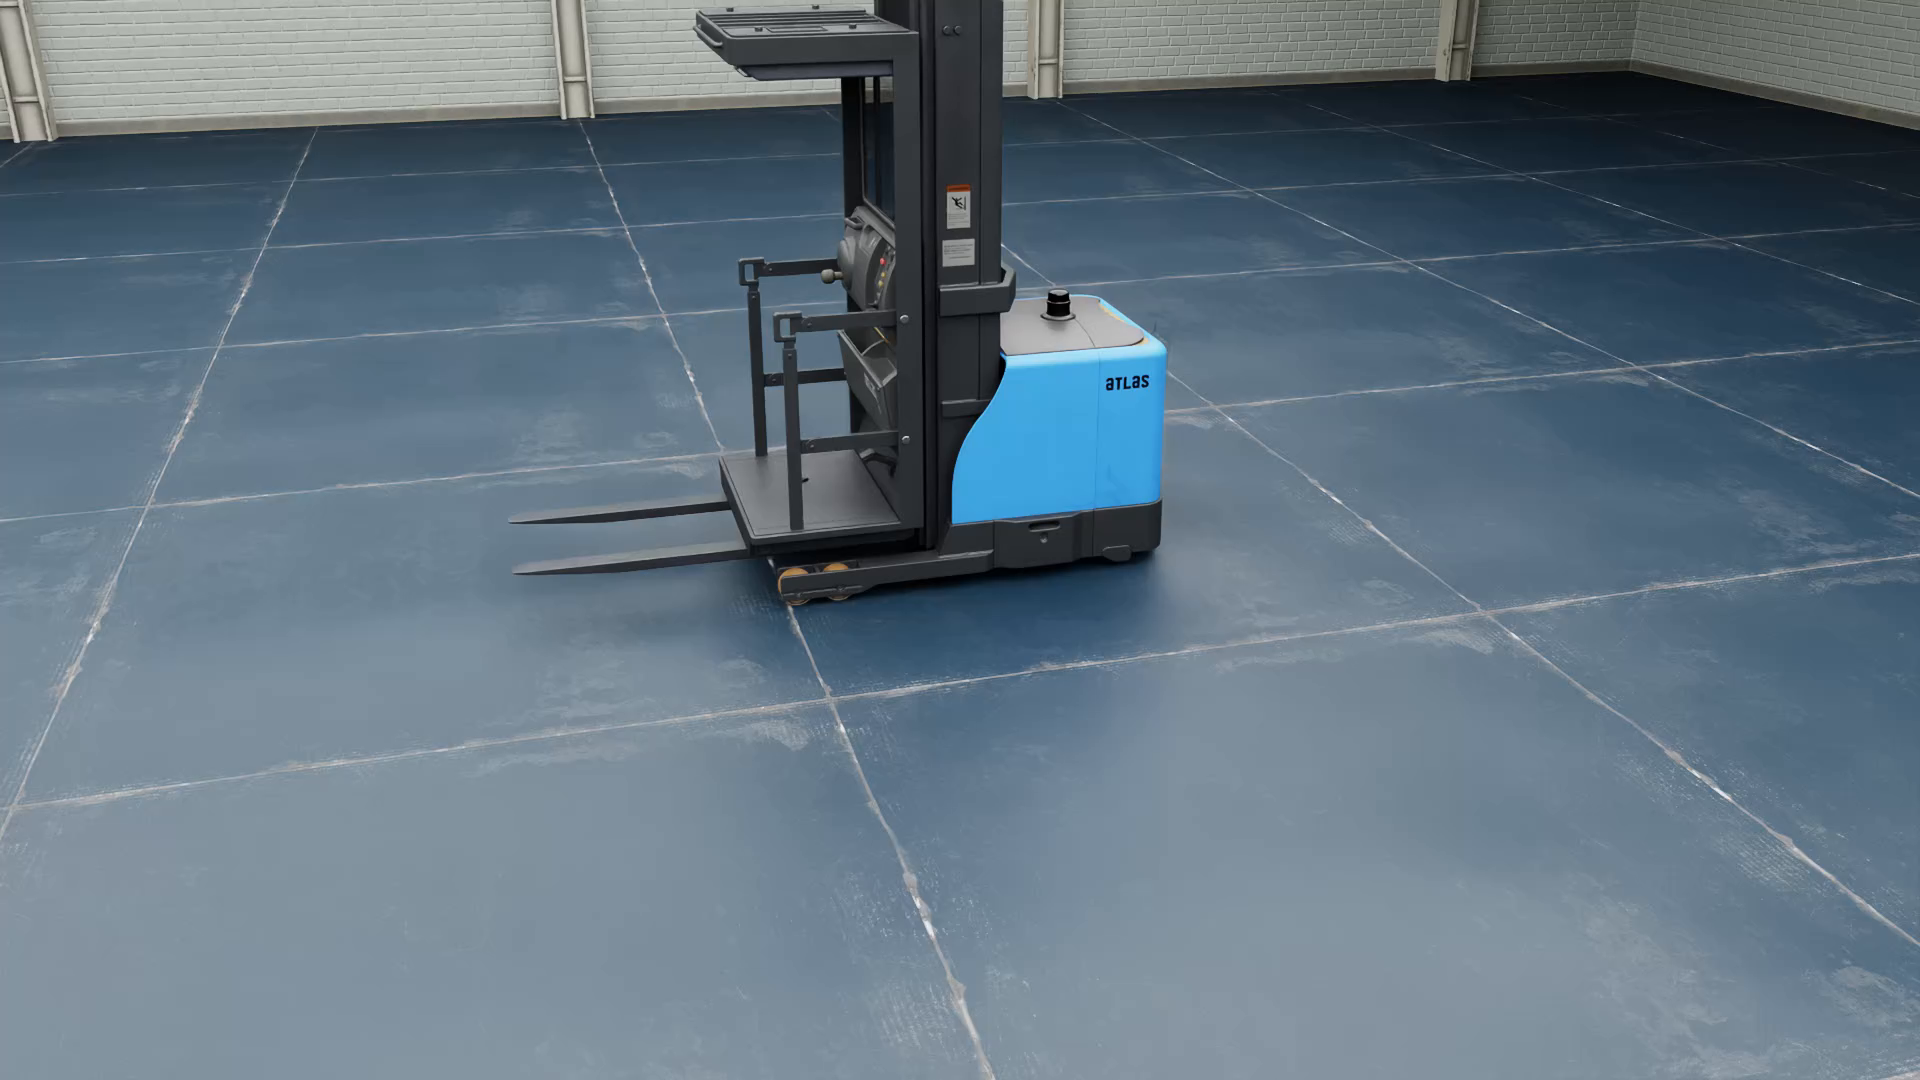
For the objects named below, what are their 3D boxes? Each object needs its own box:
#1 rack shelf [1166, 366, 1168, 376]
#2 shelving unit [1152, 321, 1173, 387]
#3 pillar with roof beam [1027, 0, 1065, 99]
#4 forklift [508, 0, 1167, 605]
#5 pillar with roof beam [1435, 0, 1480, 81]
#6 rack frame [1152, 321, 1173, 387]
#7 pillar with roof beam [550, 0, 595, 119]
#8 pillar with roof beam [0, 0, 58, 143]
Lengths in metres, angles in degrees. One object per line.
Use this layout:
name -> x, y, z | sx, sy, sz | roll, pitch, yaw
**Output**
rack shelf -> 0.926, -0.892, 8.568 | 0.200, 0.077, 0.258 | -1, 23, -17
shelving unit -> 0.903, -0.673, 8.655 | 0.210, 0.900, 0.258 | -1, 23, -17
pillar with roof beam -> 2.273, -8.310, 16.205 | 0.400, 9.000, 9.100 | -6, 24, -14
forklift -> -0.608, -1.281, 7.518 | 3.031, 2.935, 1.130 | -6, 24, -14
pillar with roof beam -> 8.050, -8.949, 17.695 | 0.400, 9.000, 9.100 | -6, 24, -14
rack frame -> 1.001, -0.674, 8.685 | 0.006, 0.900, 0.240 | -1, 23, -17
pillar with roof beam -> -3.504, -7.671, 14.716 | 0.400, 9.000, 9.100 | -6, 24, -14
pillar with roof beam -> -9.281, -7.032, 13.226 | 0.400, 9.000, 9.100 | -6, 24, -14
